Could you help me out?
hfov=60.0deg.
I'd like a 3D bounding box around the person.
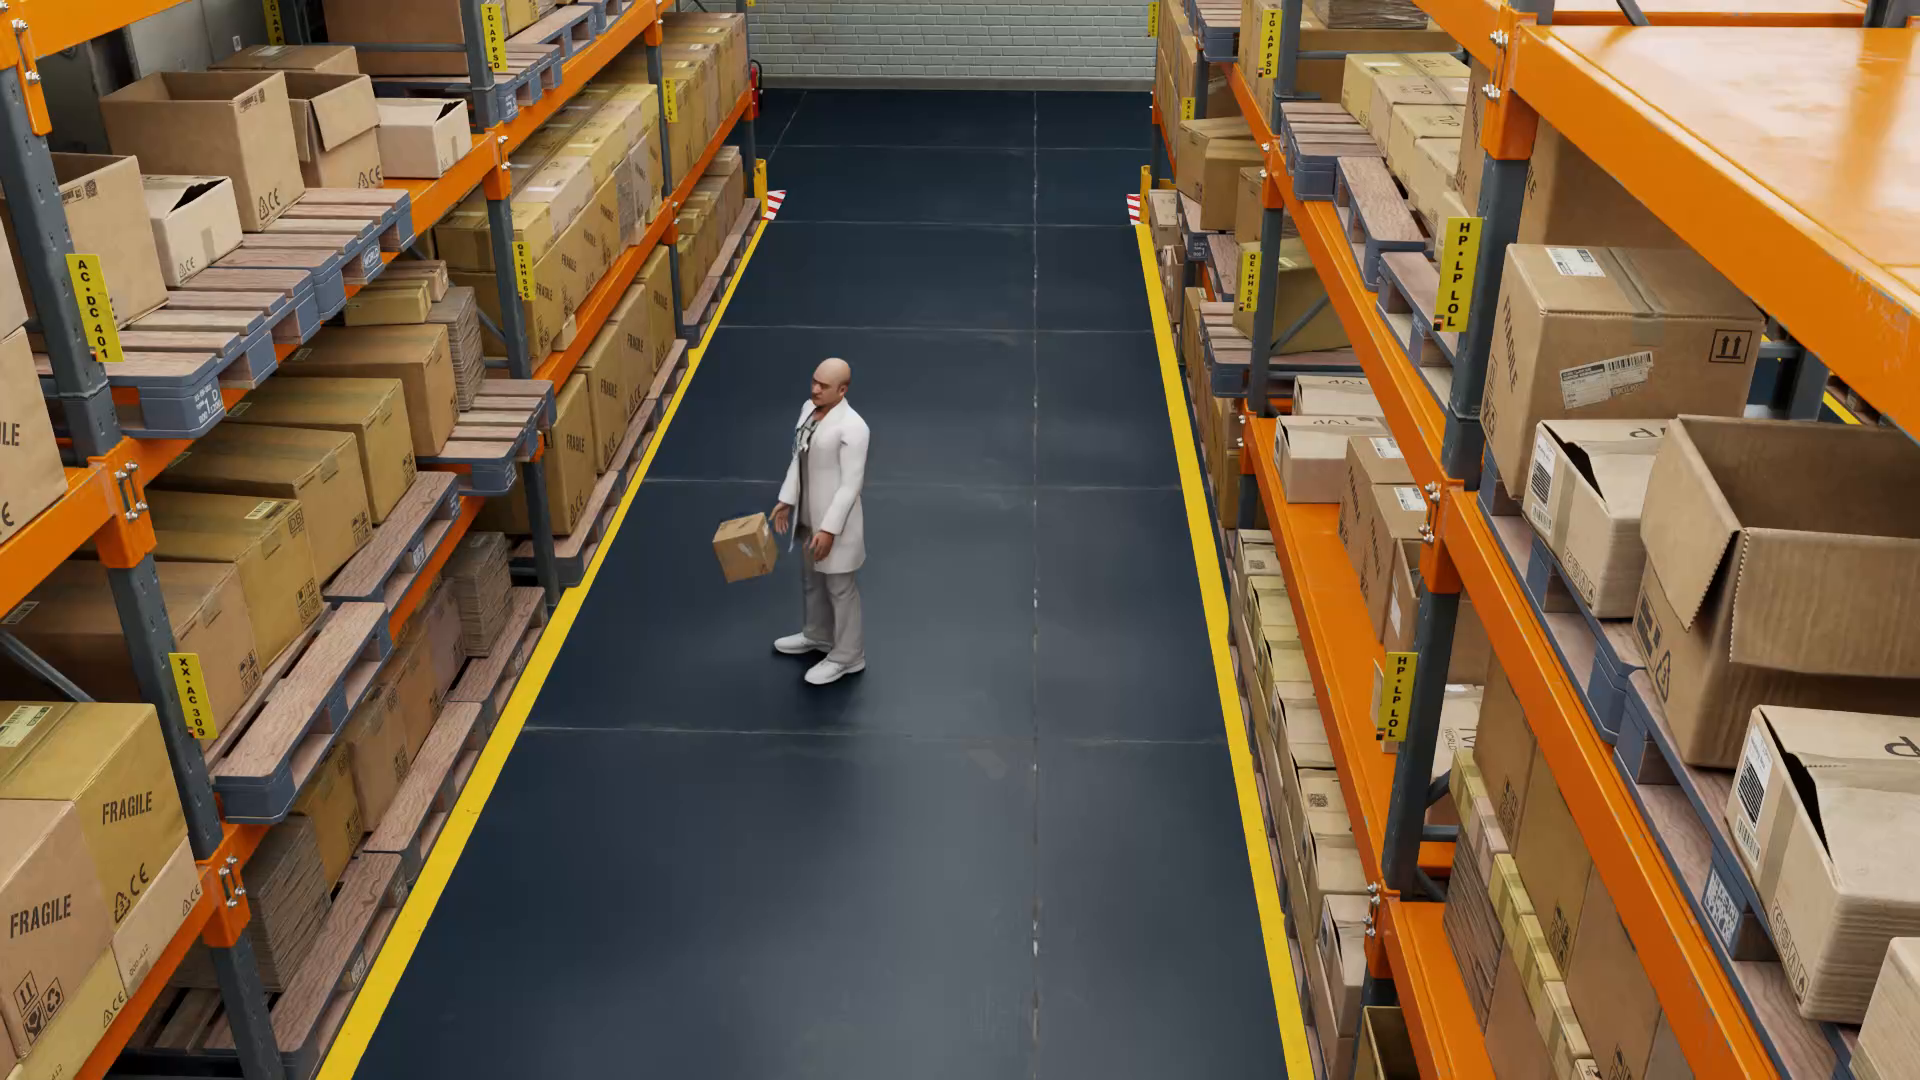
[{"bbox_3d":[-0.742,-0.105,8.794,0.422,1.791,0.622,-17,32,-30],"label":"person"}]
